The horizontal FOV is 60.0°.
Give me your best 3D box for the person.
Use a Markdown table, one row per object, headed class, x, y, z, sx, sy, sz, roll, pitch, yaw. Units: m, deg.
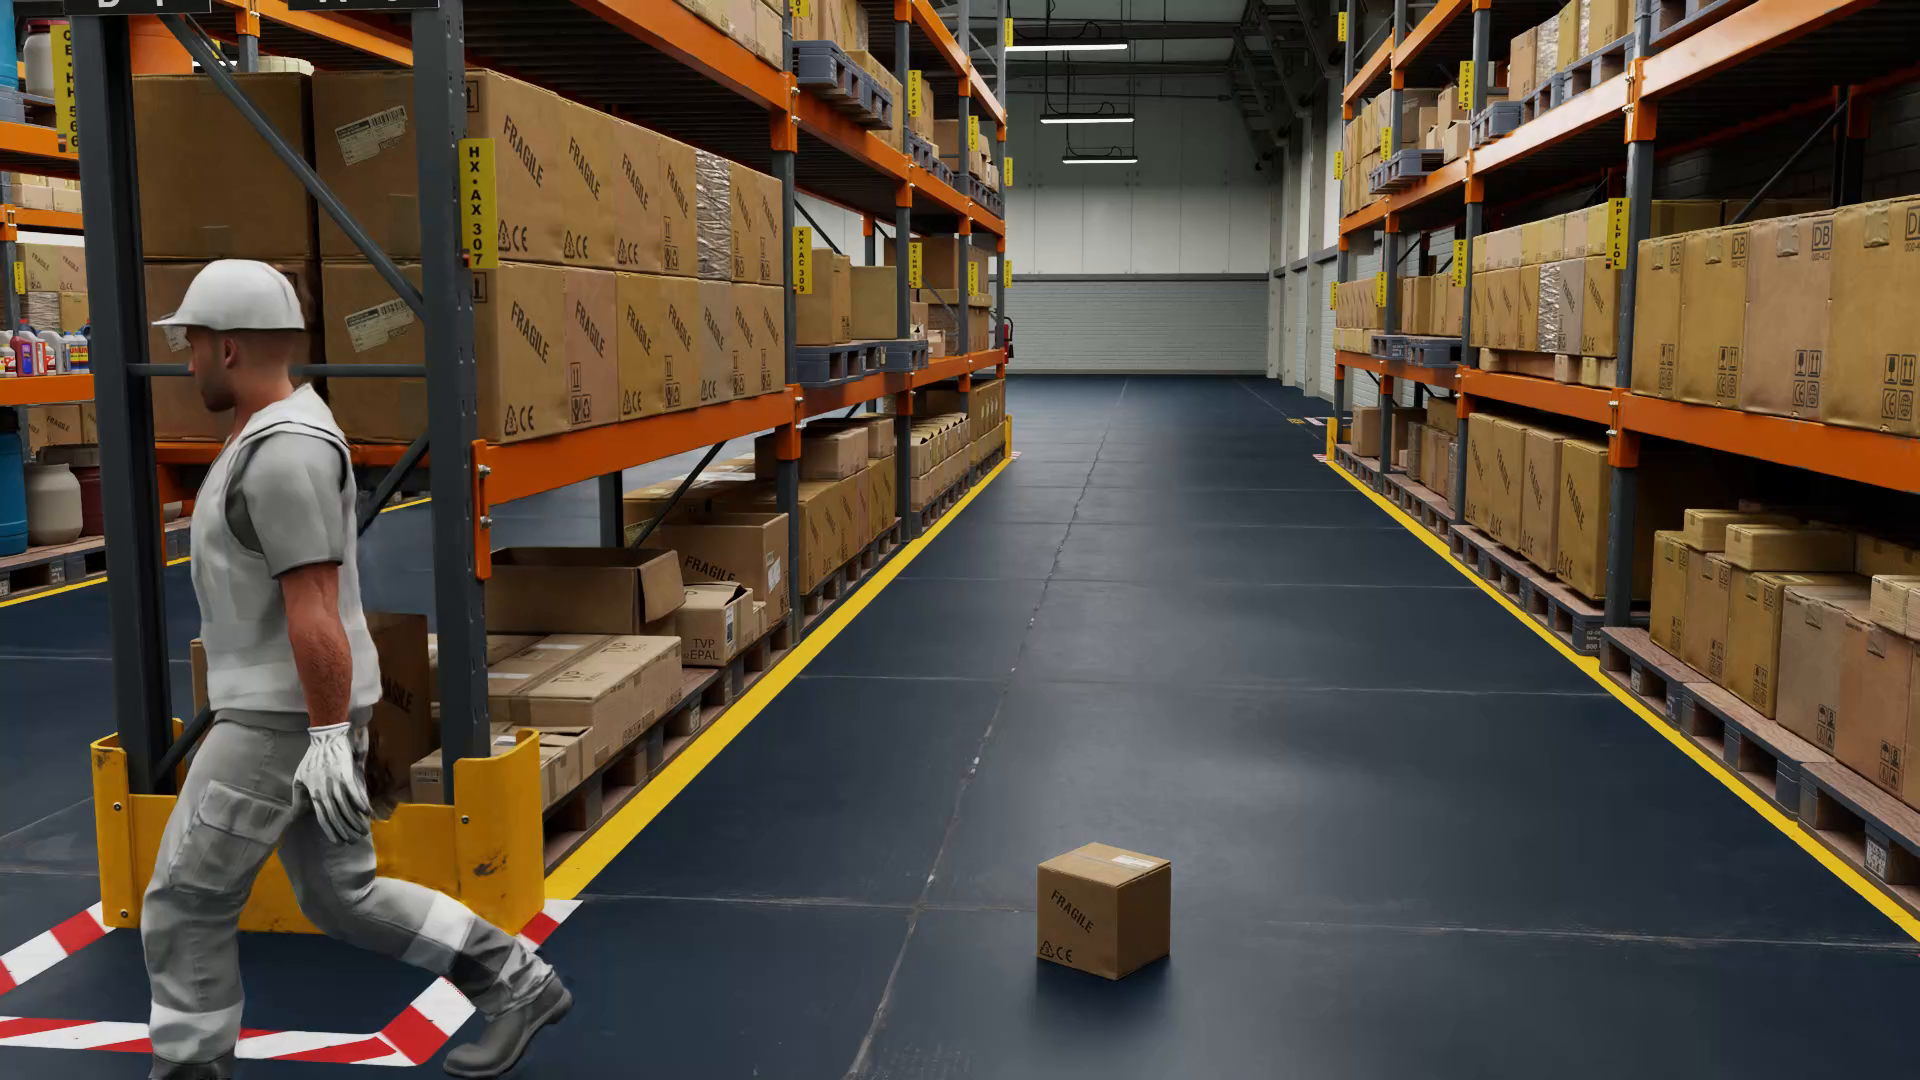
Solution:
| class | x | y | z | sx | sy | sz | roll | pitch | yaw |
| --- | --- | --- | --- | --- | --- | --- | --- | --- | --- |
| person | -1.270 | 0.338 | 3.226 | 1.003 | 1.743 | 0.659 | -3 | 8 | -19 |
